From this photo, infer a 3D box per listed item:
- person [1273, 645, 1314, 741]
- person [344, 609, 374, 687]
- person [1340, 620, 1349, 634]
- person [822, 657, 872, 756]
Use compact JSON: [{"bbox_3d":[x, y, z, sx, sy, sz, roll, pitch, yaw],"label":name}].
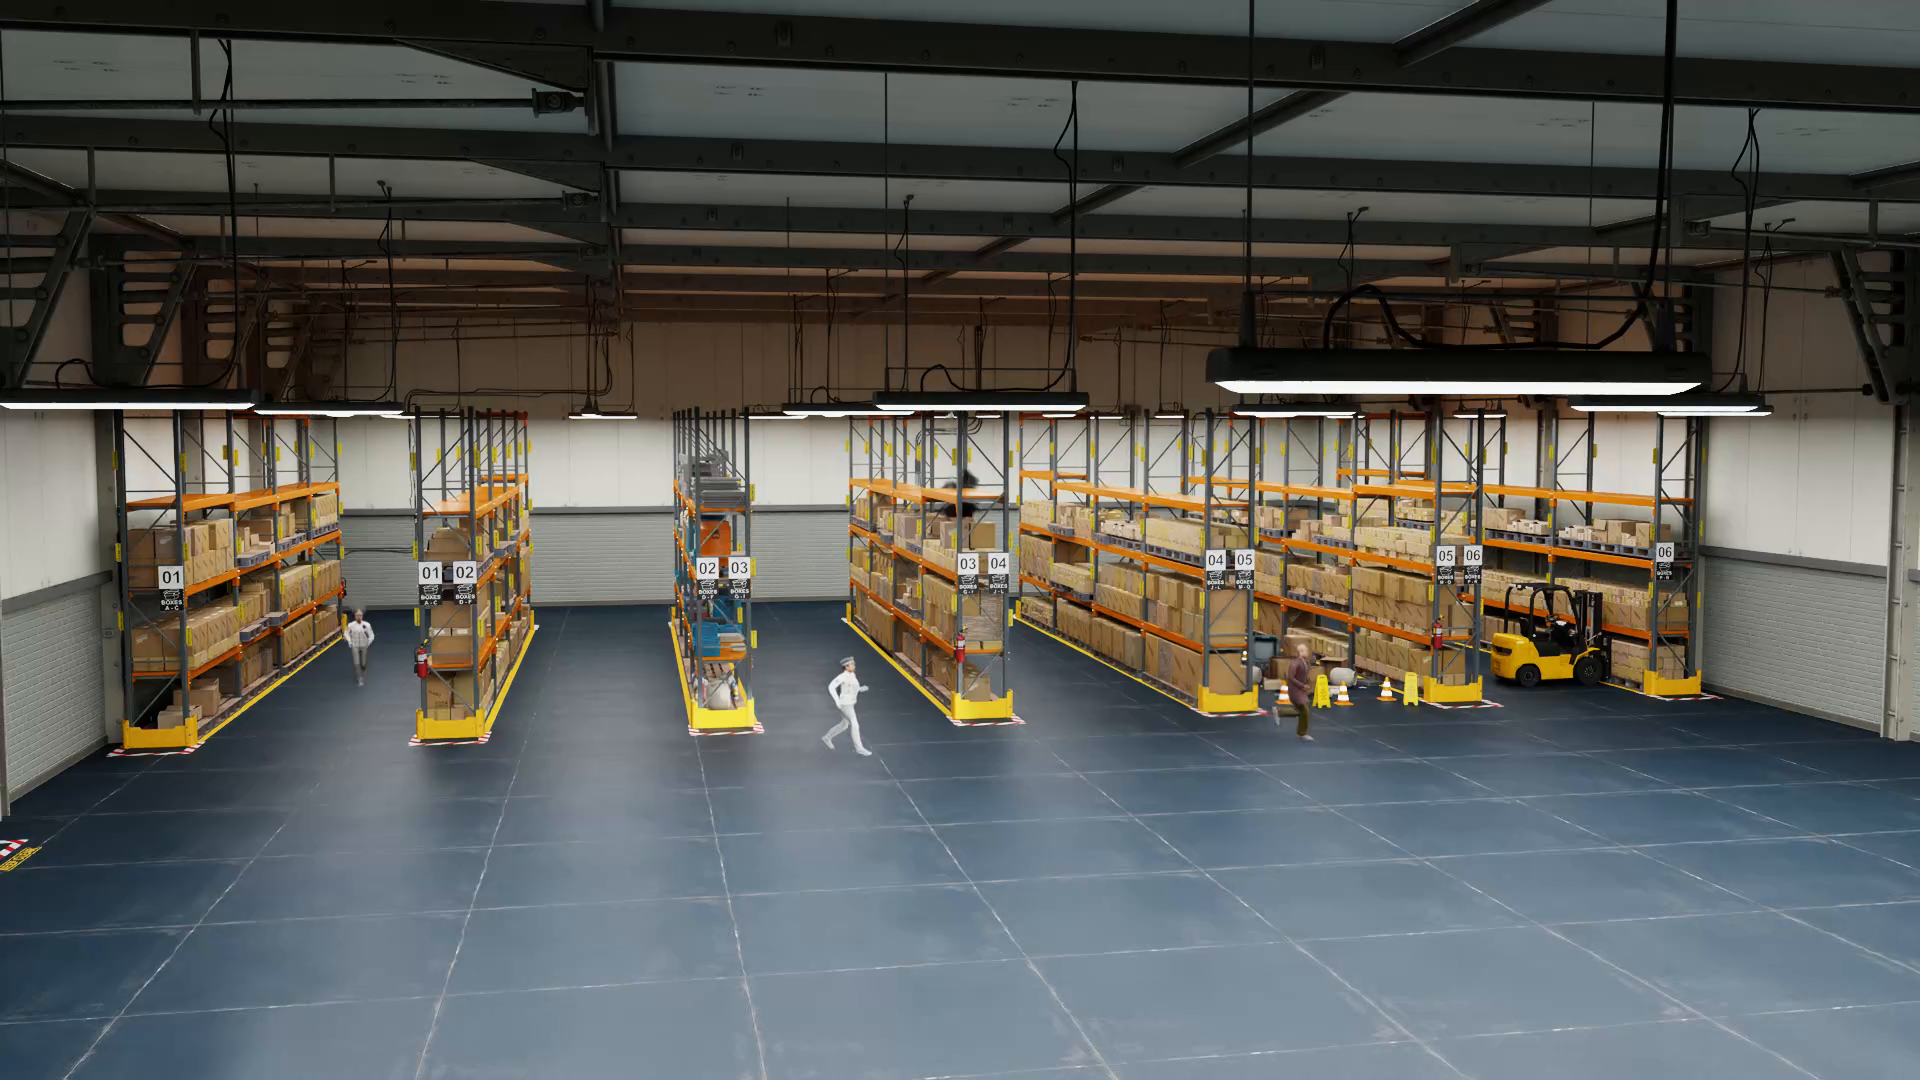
[{"bbox_3d":[6.016,2.748,30.010,0.779,1.747,0.737,2,5,27],"label":"person"},{"bbox_3d":[-13.070,2.330,36.192,0.618,1.684,0.762,-1,4,-20],"label":"person"},{"bbox_3d":[9.998,1.847,42.784,0.565,1.655,0.553,-1,4,-18],"label":"person"},{"bbox_3d":[-1.930,2.825,28.477,0.897,1.684,0.608,1,4,18],"label":"person"}]
